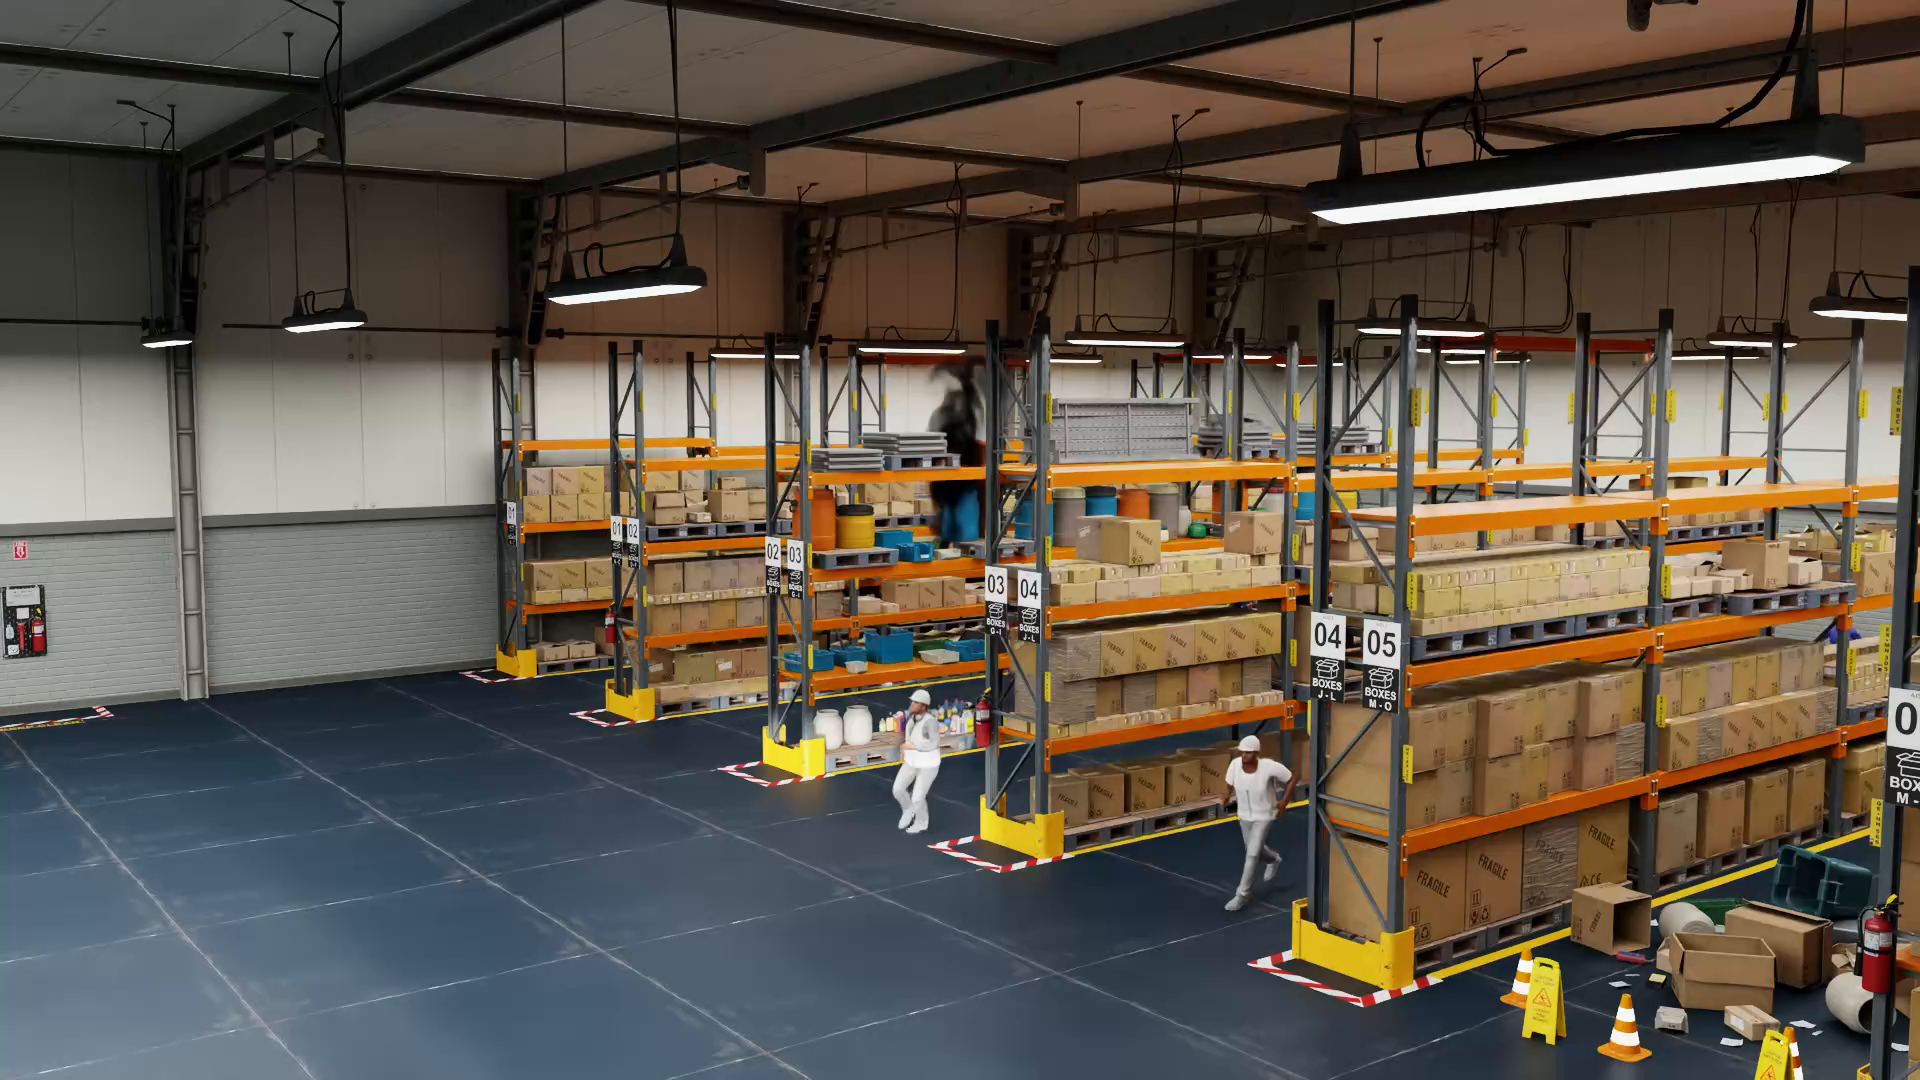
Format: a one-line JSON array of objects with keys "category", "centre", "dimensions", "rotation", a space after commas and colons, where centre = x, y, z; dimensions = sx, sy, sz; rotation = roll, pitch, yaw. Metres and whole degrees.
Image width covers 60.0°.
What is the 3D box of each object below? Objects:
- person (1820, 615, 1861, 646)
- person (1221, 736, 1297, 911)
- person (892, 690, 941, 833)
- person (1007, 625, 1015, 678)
[{"category": "person", "centre": [14.489, 1.994, 27.257], "dimensions": [0.722, 1.643, 0.750], "rotation": [2, 6, 25]}, {"category": "person", "centre": [3.041, 2.819, 16.919], "dimensions": [0.734, 1.729, 1.072], "rotation": [4, 6, 37]}, {"category": "person", "centre": [-0.498, 2.602, 19.418], "dimensions": [0.718, 1.734, 0.639], "rotation": [4, 6, 35]}, {"category": "person", "centre": [0.795, 1.953, 27.696], "dimensions": [1.001, 1.587, 0.541], "rotation": [-4, 6, -37]}]
